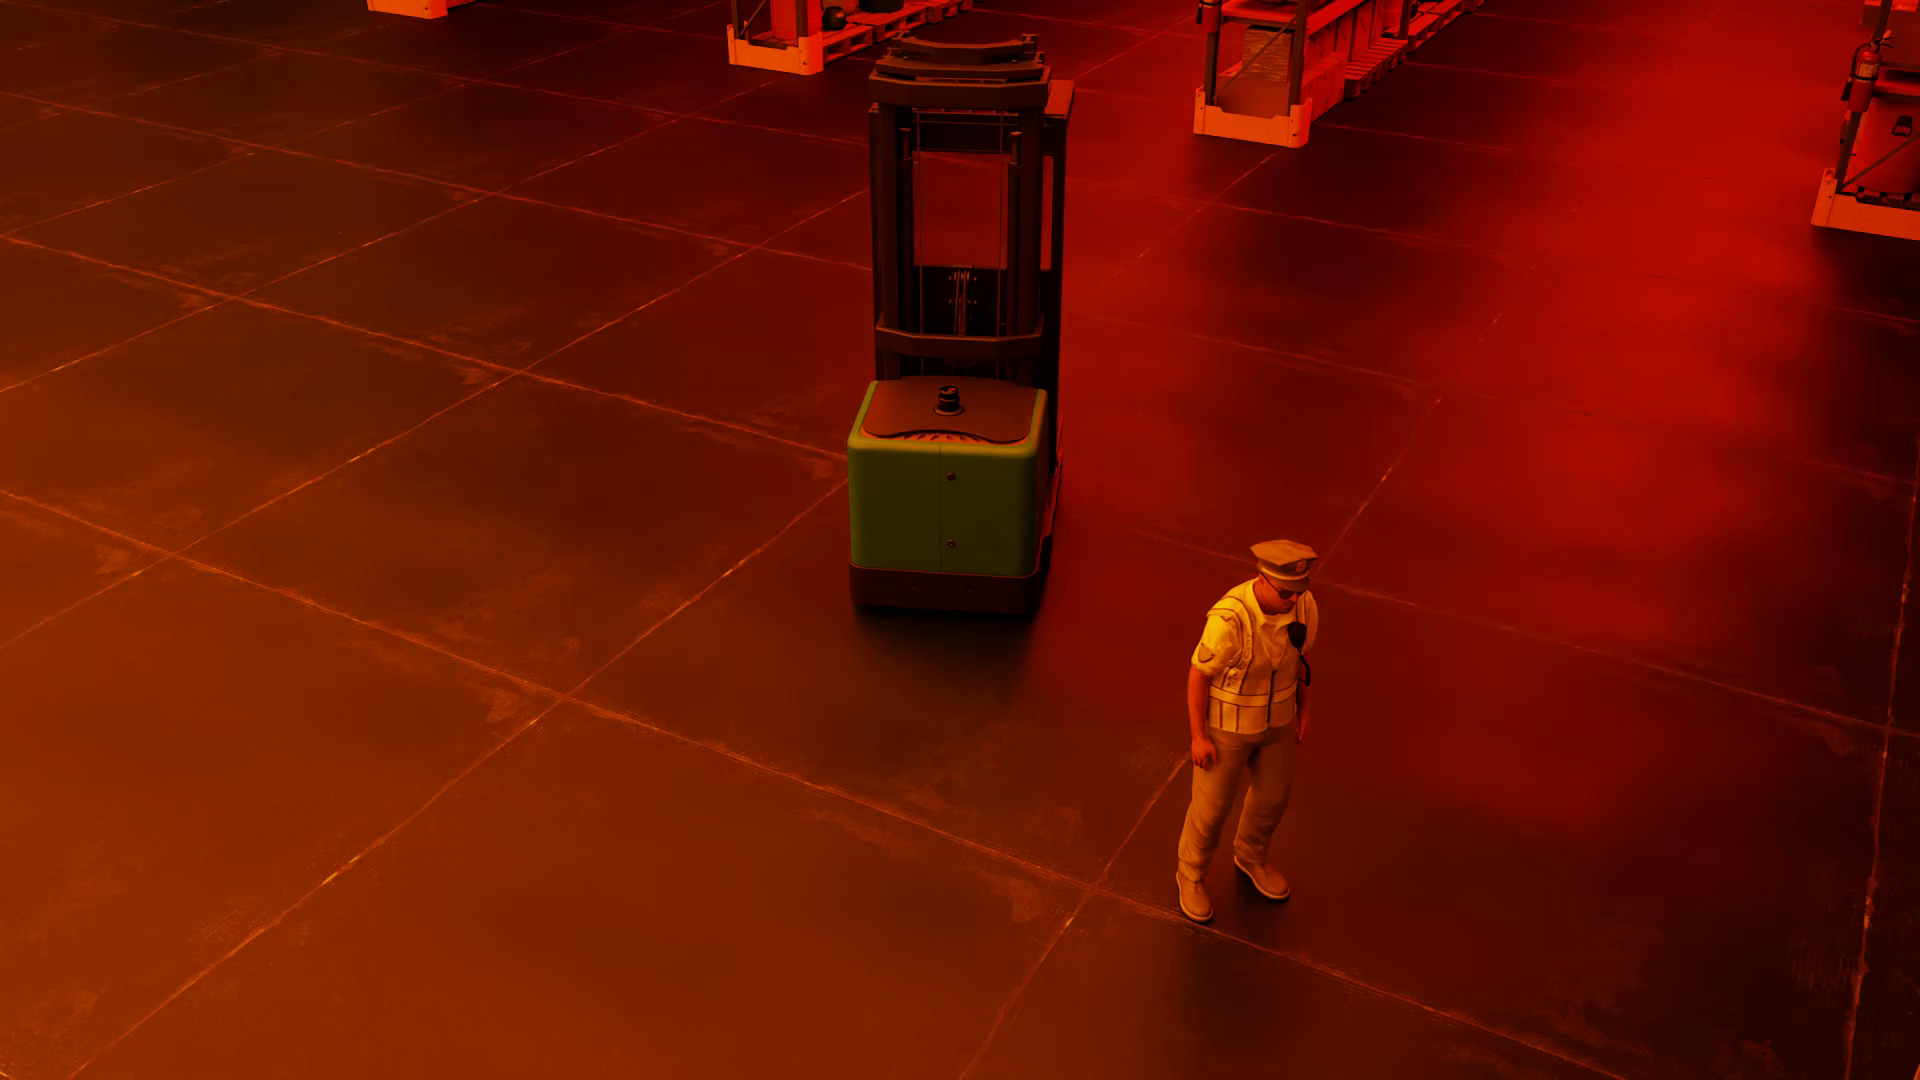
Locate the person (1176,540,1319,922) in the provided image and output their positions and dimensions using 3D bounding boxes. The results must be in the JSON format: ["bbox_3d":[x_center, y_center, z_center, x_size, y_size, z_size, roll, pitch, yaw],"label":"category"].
[{"bbox_3d":[1.200,0.751,6.952,0.605,1.747,0.443,-12,32,-20],"label":"person"}]

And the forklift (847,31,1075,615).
[{"bbox_3d":[0.072,-1.572,9.794,1.130,2.935,3.031,3,30,6],"label":"forklift"}]
